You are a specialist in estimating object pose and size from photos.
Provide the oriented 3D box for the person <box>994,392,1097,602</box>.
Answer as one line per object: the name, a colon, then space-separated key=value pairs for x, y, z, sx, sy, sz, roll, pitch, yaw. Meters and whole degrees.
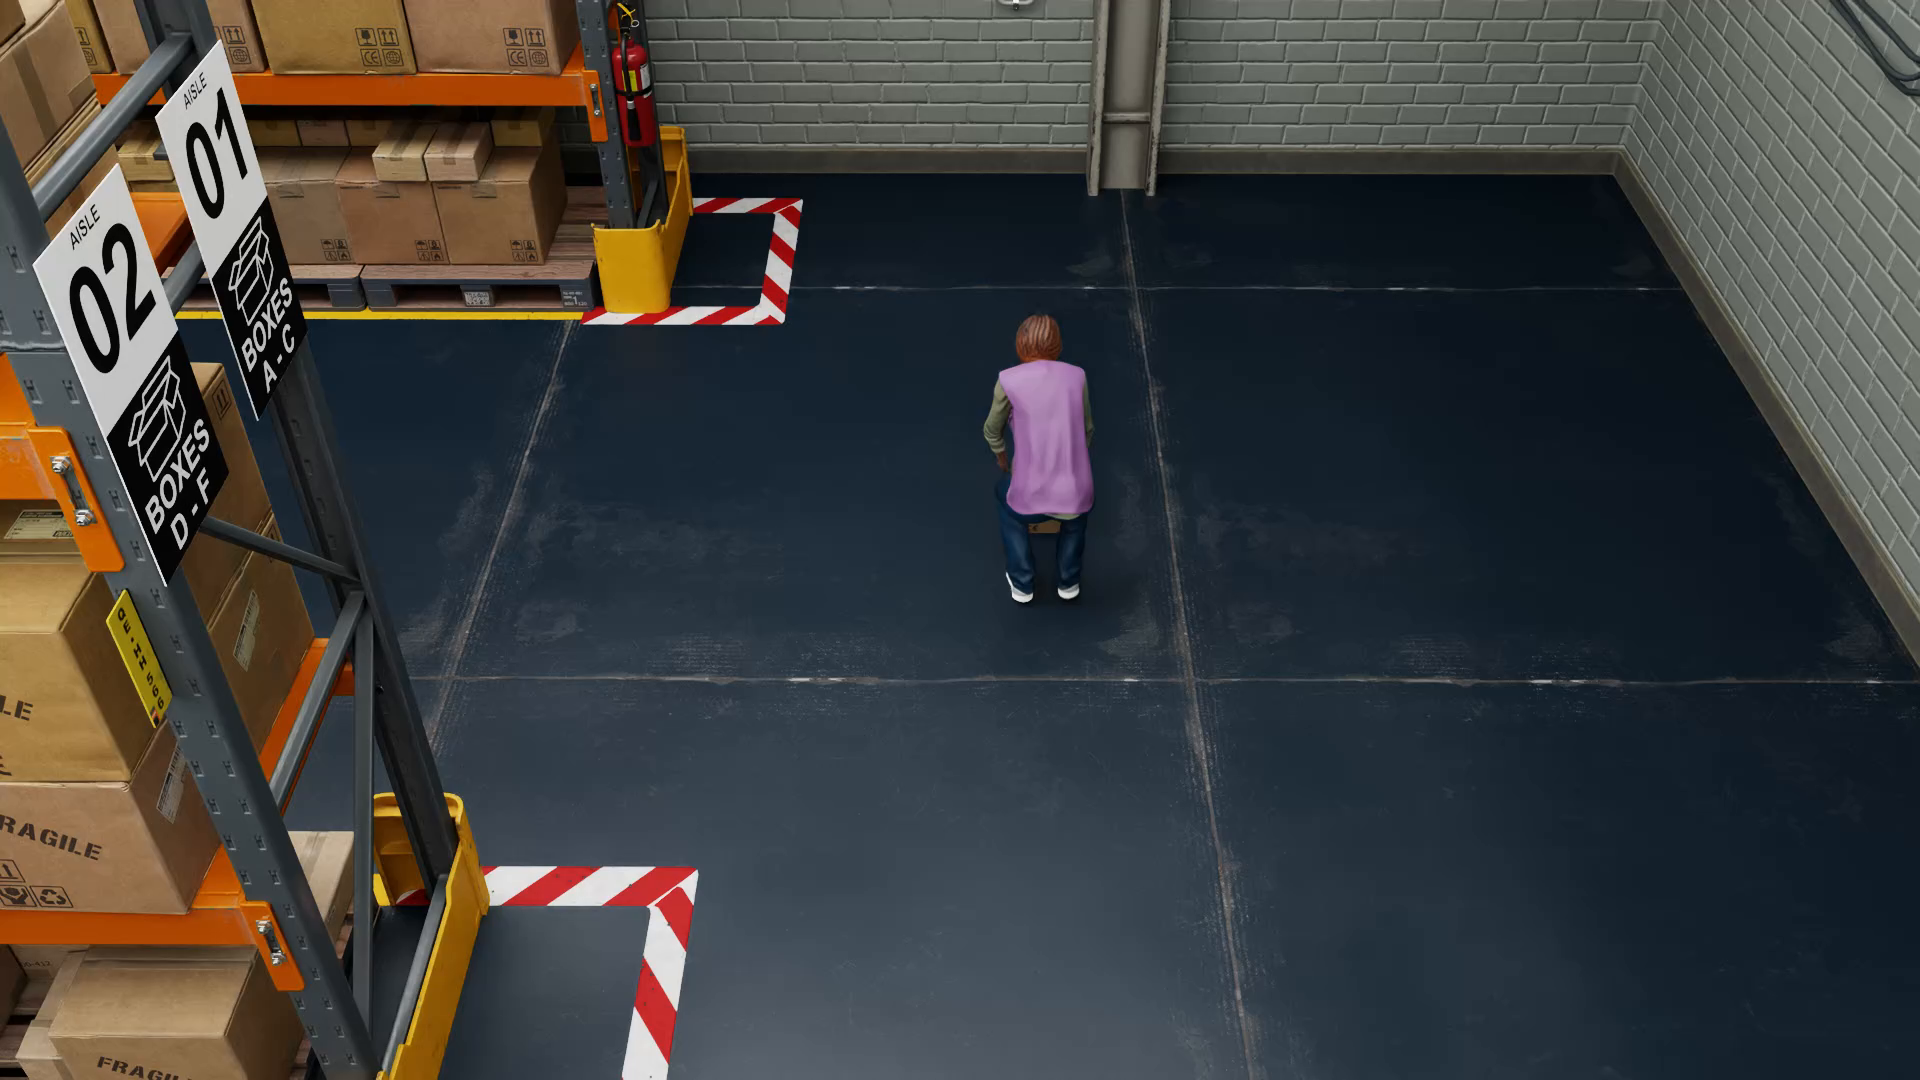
person: x=0.356 y=-0.166 z=7.057 sx=0.420 sy=0.748 sz=0.873 roll=-1 pitch=40 yaw=-1
